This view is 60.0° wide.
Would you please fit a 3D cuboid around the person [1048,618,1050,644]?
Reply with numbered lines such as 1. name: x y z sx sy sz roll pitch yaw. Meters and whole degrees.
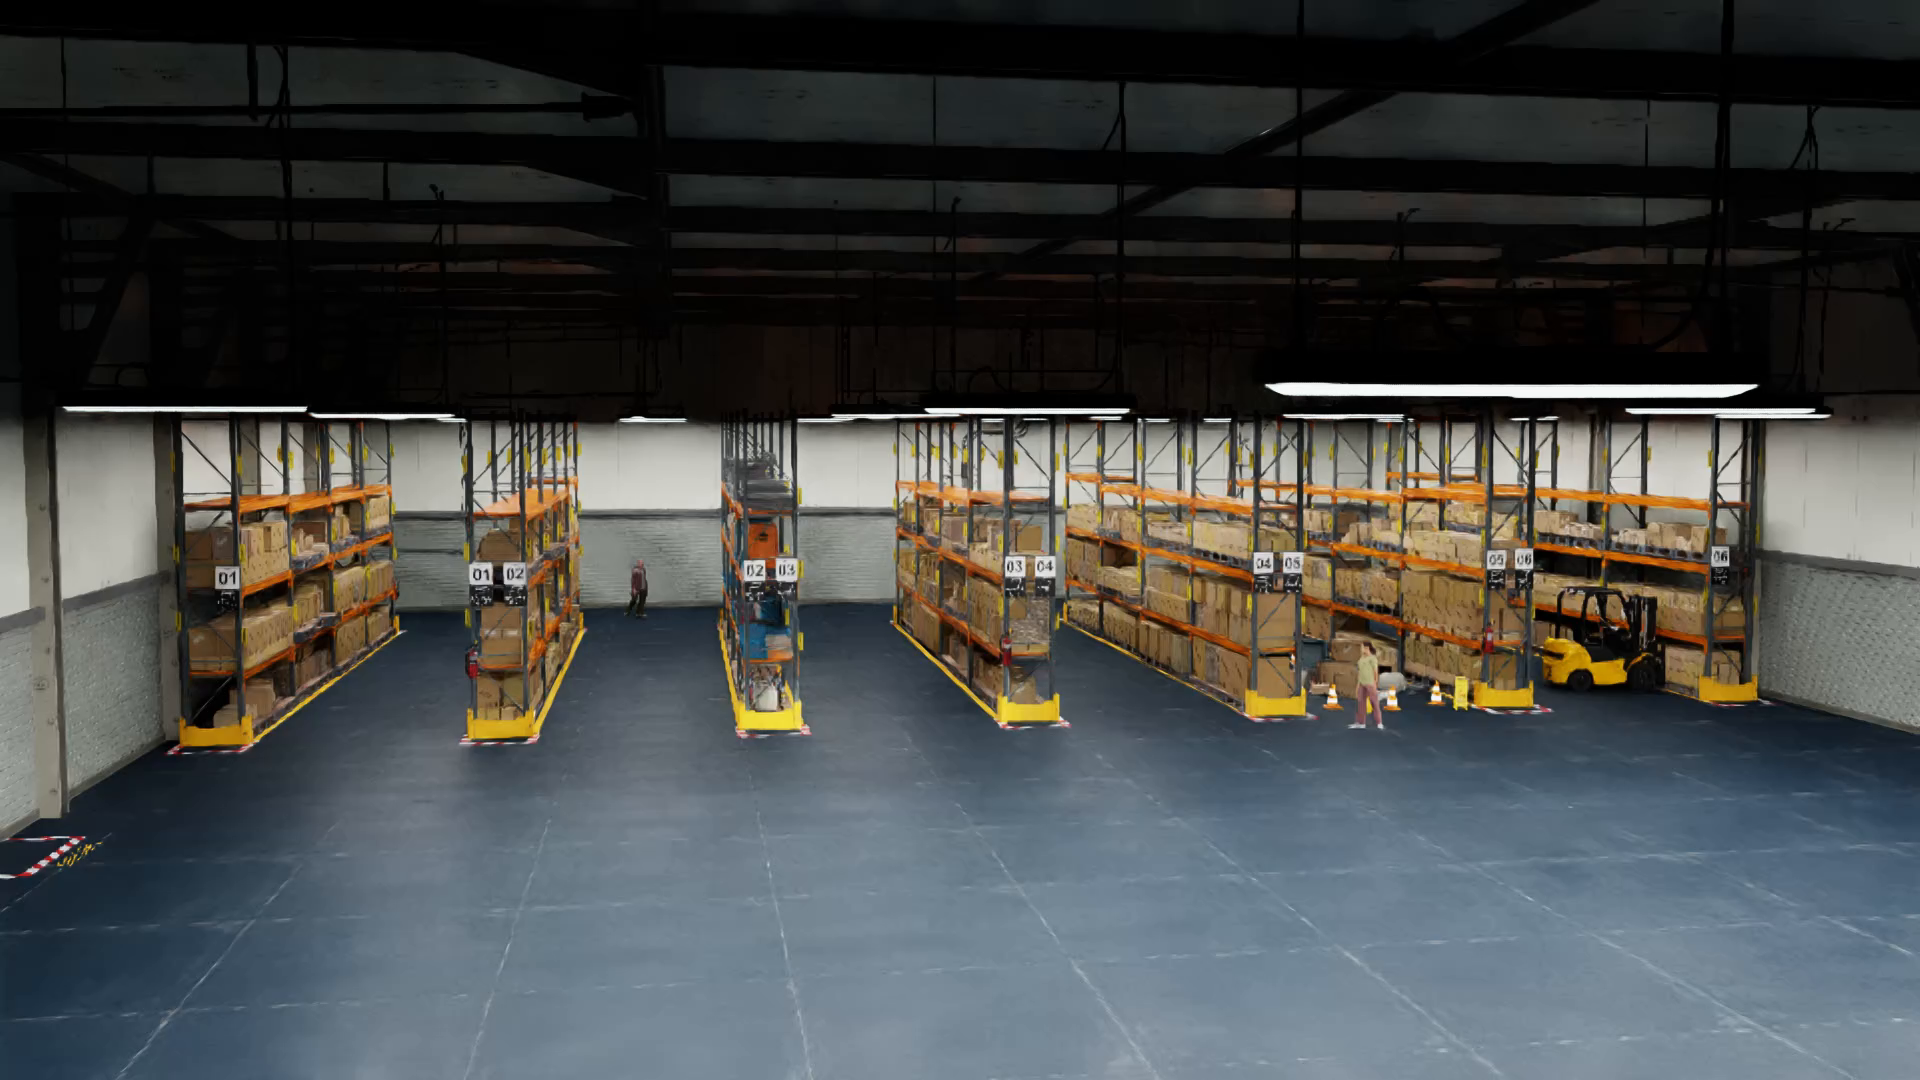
1. person: 2.061 2.041 41.230 0.639 1.632 0.512 -1 4 -12

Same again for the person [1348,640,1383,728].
1. person: 7.691 2.713 31.286 0.542 1.666 0.571 -2 4 -27

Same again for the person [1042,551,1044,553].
1. person: 2.632 1.191 52.709 0.598 1.733 0.988 1 4 11

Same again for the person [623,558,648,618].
1. person: -9.592 1.474 49.074 0.523 1.659 0.784 3 5 39
